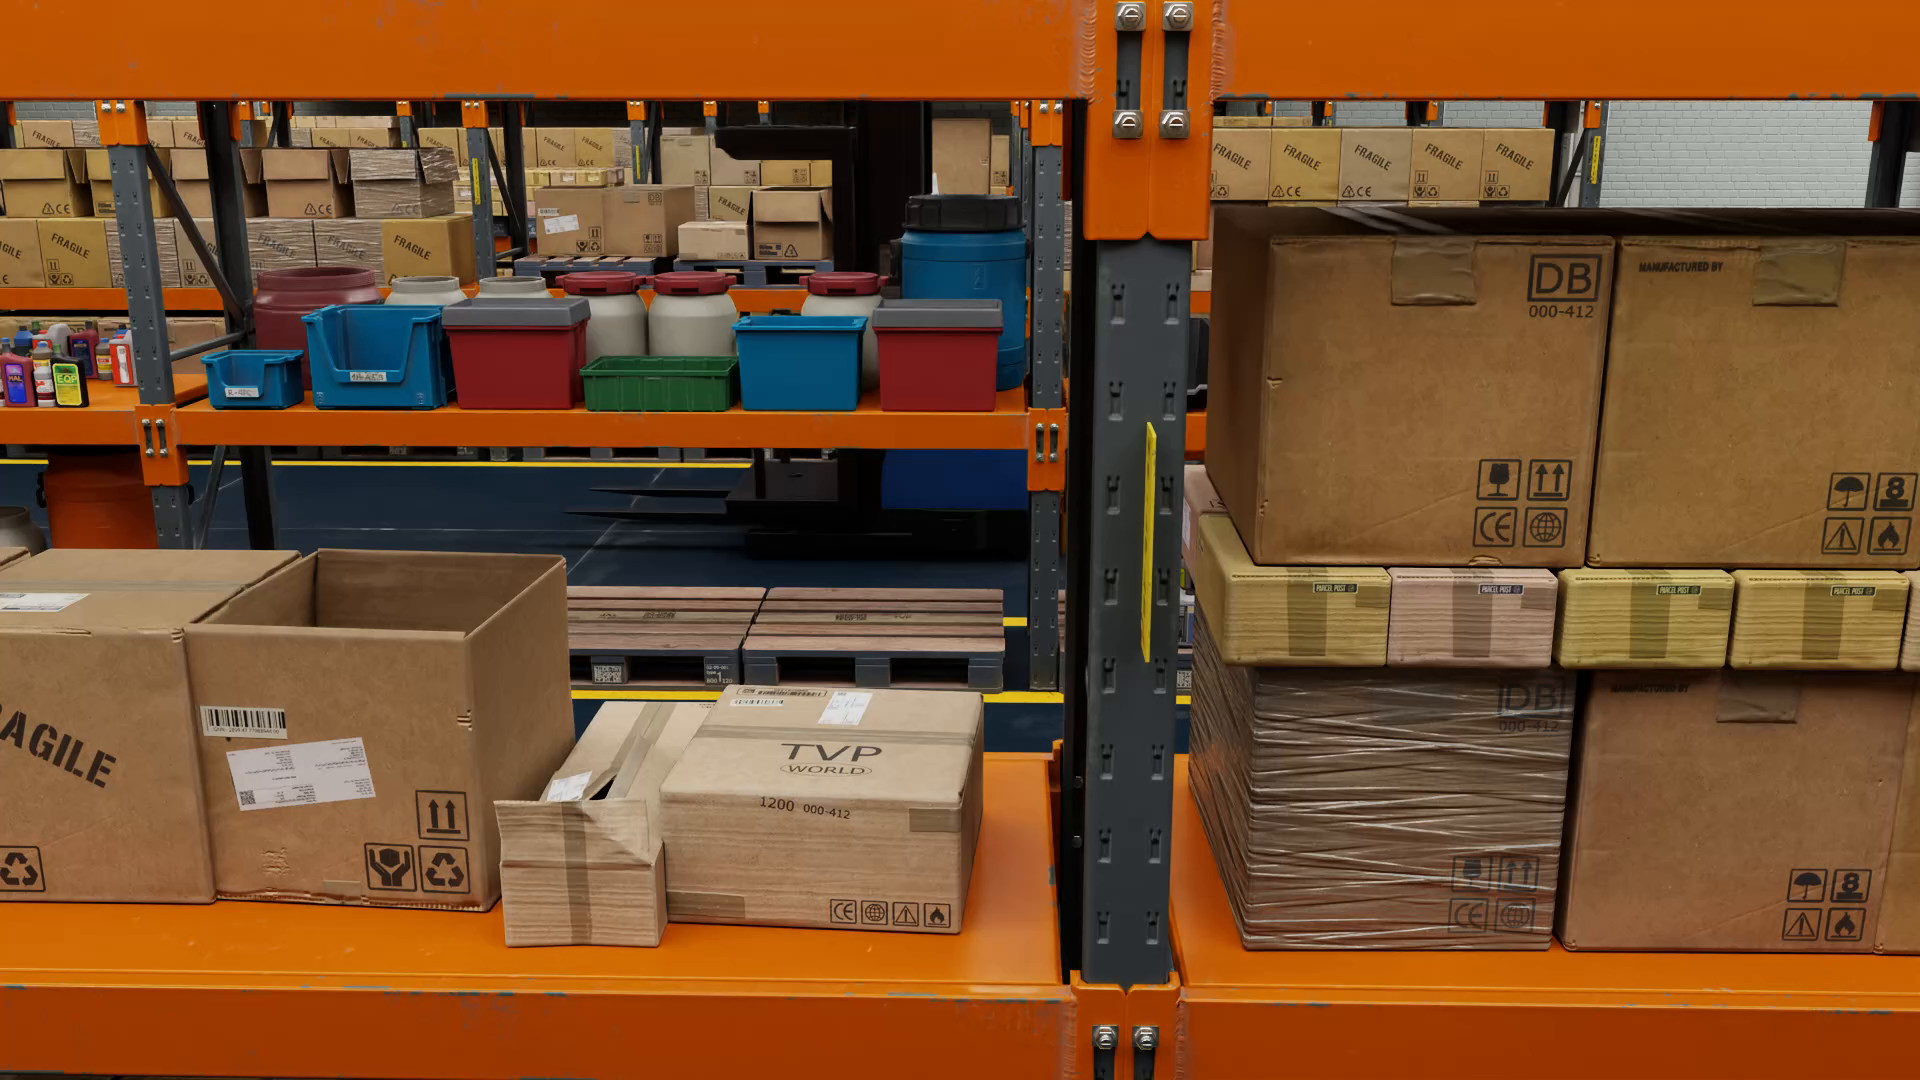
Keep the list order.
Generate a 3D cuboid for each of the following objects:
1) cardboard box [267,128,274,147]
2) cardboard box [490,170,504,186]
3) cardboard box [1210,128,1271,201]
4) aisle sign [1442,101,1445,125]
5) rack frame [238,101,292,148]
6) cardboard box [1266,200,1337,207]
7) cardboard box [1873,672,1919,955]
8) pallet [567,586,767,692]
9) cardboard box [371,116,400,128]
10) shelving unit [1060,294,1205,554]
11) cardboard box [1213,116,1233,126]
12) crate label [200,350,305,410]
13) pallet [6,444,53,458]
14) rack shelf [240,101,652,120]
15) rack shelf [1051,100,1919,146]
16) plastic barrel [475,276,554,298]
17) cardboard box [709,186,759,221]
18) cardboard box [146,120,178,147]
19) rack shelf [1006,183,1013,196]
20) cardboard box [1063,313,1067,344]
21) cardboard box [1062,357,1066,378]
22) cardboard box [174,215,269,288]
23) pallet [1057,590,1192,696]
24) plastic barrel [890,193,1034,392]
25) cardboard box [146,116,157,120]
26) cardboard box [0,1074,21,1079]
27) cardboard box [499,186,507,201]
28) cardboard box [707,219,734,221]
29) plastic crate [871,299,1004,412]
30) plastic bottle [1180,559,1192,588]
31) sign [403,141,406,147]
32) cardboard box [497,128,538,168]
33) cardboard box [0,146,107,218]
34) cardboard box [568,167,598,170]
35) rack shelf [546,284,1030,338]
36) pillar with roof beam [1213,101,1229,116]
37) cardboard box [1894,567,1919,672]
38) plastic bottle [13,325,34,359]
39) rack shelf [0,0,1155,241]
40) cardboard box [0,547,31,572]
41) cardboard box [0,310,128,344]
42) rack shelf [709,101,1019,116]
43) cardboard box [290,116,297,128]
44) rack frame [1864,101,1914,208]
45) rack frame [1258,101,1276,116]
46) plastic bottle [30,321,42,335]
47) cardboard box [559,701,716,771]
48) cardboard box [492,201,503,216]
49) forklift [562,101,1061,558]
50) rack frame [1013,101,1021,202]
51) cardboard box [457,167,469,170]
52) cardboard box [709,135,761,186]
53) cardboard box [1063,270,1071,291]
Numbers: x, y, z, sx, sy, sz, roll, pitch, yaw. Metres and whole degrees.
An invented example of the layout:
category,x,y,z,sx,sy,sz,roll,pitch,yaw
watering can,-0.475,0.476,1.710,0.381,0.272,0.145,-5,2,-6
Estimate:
category,x,y,z,sx,sy,sz,roll,pitch,yaw
cardboard box,-9.216,-5.195,21.995,0.500,0.500,0.500,0,15,2
cardboard box,-4.769,-3.693,16.962,0.250,0.149,0.380,0,15,1
cardboard box,1.968,-2.741,12.111,0.500,0.500,0.500,0,15,1
aisle sign,4.814,-4.558,16.640,0.004,0.787,0.394,0,15,1
rack frame,-7.245,-3.456,17.559,0.127,3.000,1.000,0,15,1
cardboard box,2.473,-2.310,12.435,0.500,0.500,0.875,0,15,1
cardboard box,1.740,0.346,2.954,0.500,0.500,0.700,1,15,2
pallet,-1.611,0.469,8.148,1.213,0.211,1.003,0,15,1
cardboard box,-7.536,-5.485,21.824,0.250,0.149,0.380,0,15,0
shelving unit,1.158,-0.711,10.094,1.083,1.500,0.587,1,15,3
cardboard box,3.242,-5.246,21.607,0.500,0.500,0.700,0,15,1
crate label,-3.189,-0.723,7.530,0.416,0.233,0.303,0,15,1
pallet,-6.700,-0.858,13.177,1.213,0.211,1.003,0,15,1
rack shelf,-5.246,-4.546,17.219,4.000,0.370,1.077,0,15,1
rack shelf,2.397,-1.966,7.442,4.000,0.370,1.077,0,15,1
plastic barrel,-2.146,-1.002,8.038,0.421,0.512,0.421,0,15,0
cardboard box,-2.296,-3.404,17.166,0.500,0.500,0.500,0,15,1
cardboard box,-8.239,-4.068,17.139,0.500,0.500,0.500,0,15,0
rack shelf,-1.099,-5.598,27.088,4.000,0.370,1.077,0,15,1
cardboard box,1.379,-2.558,17.496,0.875,0.875,0.875,1,15,2
cardboard box,0.923,-1.121,12.787,0.500,0.500,0.500,0,15,0
cardboard box,-5.500,-2.165,12.470,0.500,0.500,0.500,1,15,2
pallet,1.068,0.487,8.081,1.213,0.211,1.003,0,15,1
plastic barrel,0.020,-1.199,8.021,0.708,0.901,0.600,0,15,1
cardboard box,-10.607,-5.534,22.008,0.250,0.149,0.380,1,15,3
cardboard box,-2.177,1.162,3.523,0.500,0.311,0.500,0,15,1
cardboard box,-4.532,-3.547,16.989,0.250,0.149,0.380,0,15,2
cardboard box,-1.800,-2.362,12.852,0.258,0.266,0.396,0,15,0
plastic crate,-0.094,-0.833,7.491,0.583,0.464,0.402,0,15,1
plastic bottle,1.045,0.159,8.188,0.185,0.351,0.144,0,15,1
sign,-7.232,-5.034,21.690,0.005,0.325,0.100,0,15,1
cardboard box,-5.777,-5.175,21.917,0.500,0.500,0.500,0,15,0
cardboard box,-6.834,-2.723,12.619,0.637,0.503,0.797,0,15,0
cardboard box,-3.972,-3.853,17.566,0.250,0.149,0.380,0,15,0
rack shelf,-1.475,-1.805,12.711,4.000,0.370,1.077,0,15,1
pillar with roof beam,4.116,-7.944,22.810,0.400,9.000,9.100,0,15,1
cardboard box,1.553,0.082,2.681,0.250,0.149,0.380,0,15,0
plastic bottle,-4.604,-0.921,8.203,0.097,0.271,0.097,0,15,0
rack shelf,-1.732,-0.729,2.753,4.000,0.370,1.077,0,15,1
cardboard box,-2.053,0.319,3.055,0.500,0.500,0.500,0,15,-2
cardboard box,-6.833,-1.368,12.989,0.875,0.875,1.225,0,15,2
rack shelf,-1.222,-5.783,21.908,4.000,0.370,1.077,0,15,1
cardboard box,-8.812,-5.510,21.916,0.250,0.149,0.380,0,15,0
rack frame,4.397,-0.851,7.684,0.127,3.000,1.000,0,15,1
rack frame,4.899,-5.907,26.848,0.127,3.000,1.000,0,15,1
plastic bottle,-4.620,-0.947,8.278,0.133,0.283,0.061,0,15,1
cardboard box,-0.613,0.450,3.246,0.250,0.149,0.380,0,15,1
cardboard box,-4.775,-3.405,17.036,0.250,0.149,0.380,0,15,-1
forklift,-0.895,-1.441,10.056,3.031,2.935,1.130,1,15,3
rack frame,0.778,-4.667,22.149,0.127,3.000,1.000,0,15,1
cardboard box,-5.267,-3.862,17.603,0.250,0.149,0.380,0,15,1
cardboard box,-2.292,-3.953,17.289,0.500,0.500,0.700,0,15,1
cardboard box,0.732,-1.940,12.306,0.250,0.149,0.380,0,15,1
